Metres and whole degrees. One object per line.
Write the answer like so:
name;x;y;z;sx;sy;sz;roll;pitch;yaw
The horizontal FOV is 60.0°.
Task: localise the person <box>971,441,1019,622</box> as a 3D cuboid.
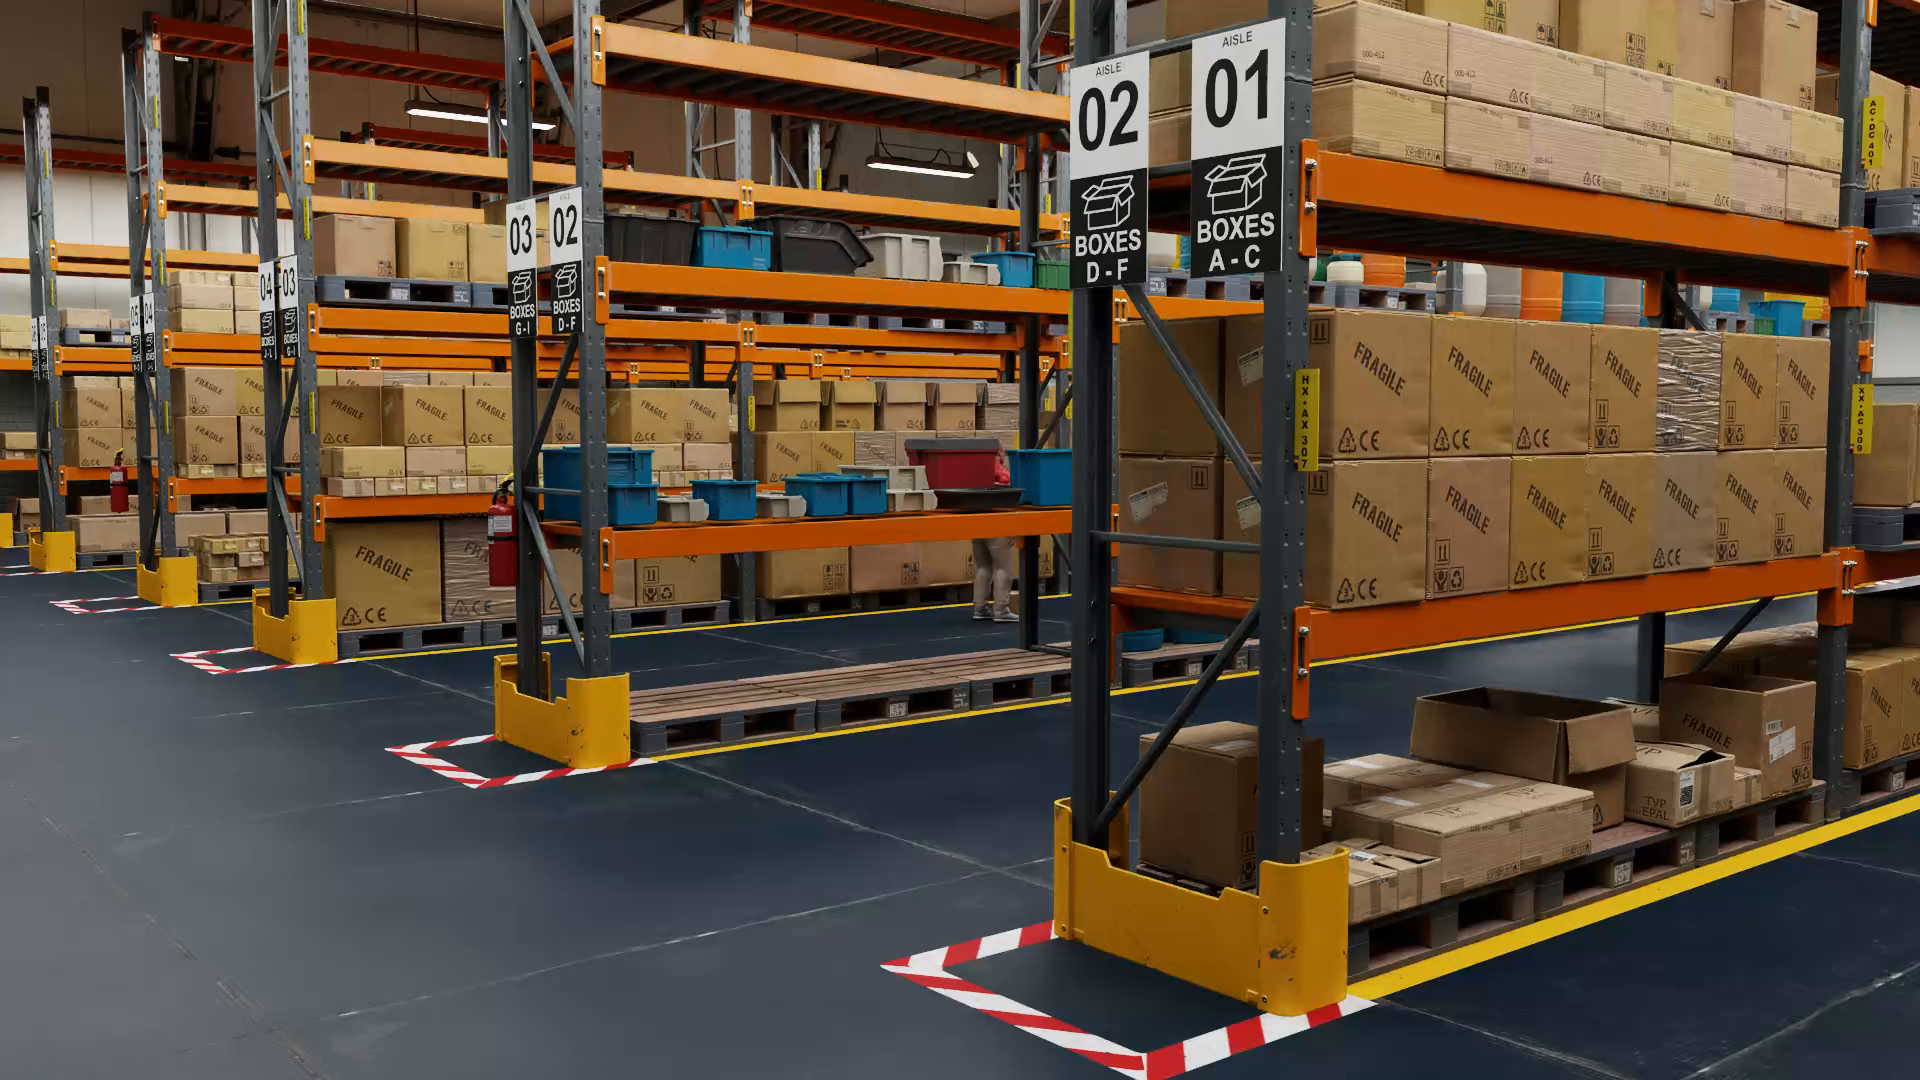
person;0.310;-0.093;15.829;0.393;1.726;0.602;-4;6;-42
